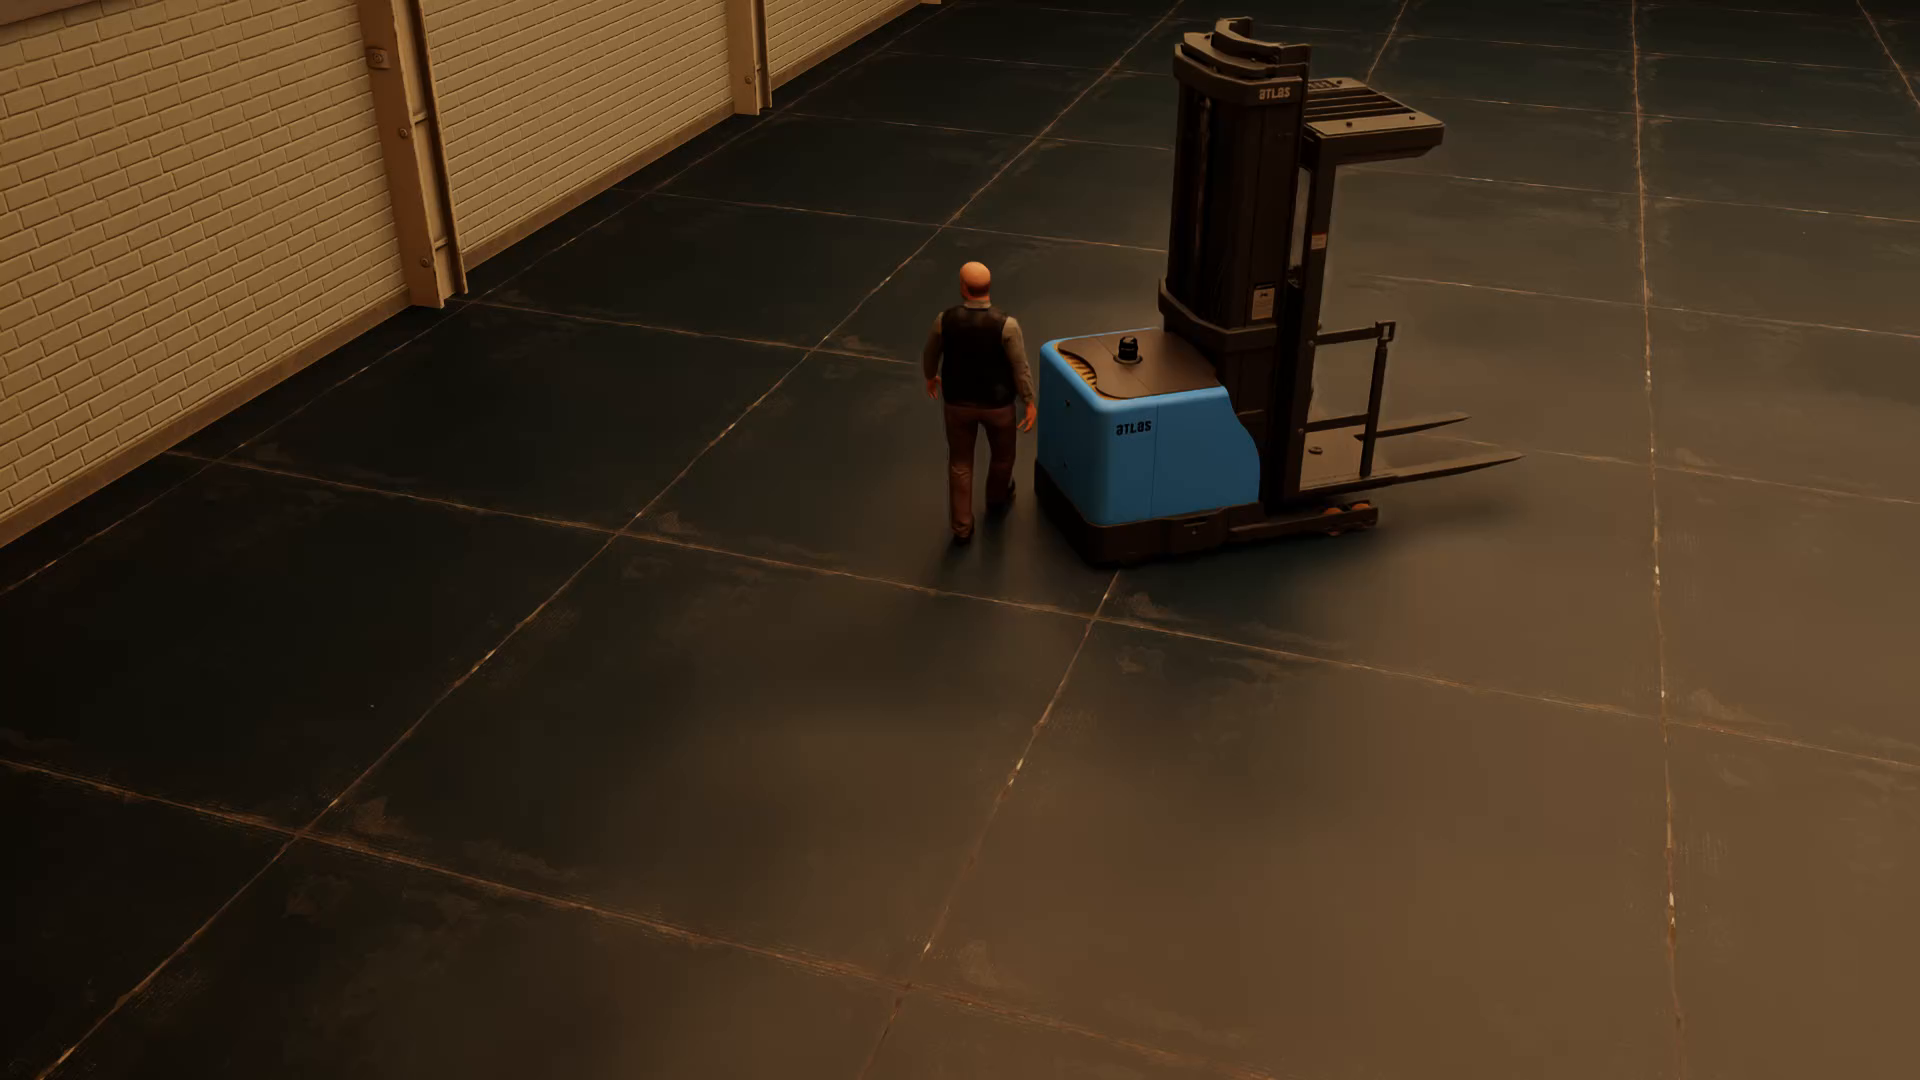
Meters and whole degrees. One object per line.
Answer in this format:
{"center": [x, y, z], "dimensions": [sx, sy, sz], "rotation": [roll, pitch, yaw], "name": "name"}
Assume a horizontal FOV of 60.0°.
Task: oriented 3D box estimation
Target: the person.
{"center": [0.129, -0.876, 9.928], "dimensions": [0.707, 1.693, 0.785], "rotation": [5, 30, 8], "name": "person"}

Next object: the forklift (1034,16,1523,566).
{"center": [2.043, -1.542, 9.841], "dimensions": [3.031, 2.935, 1.130], "rotation": [-9, 31, -15], "name": "forklift"}
